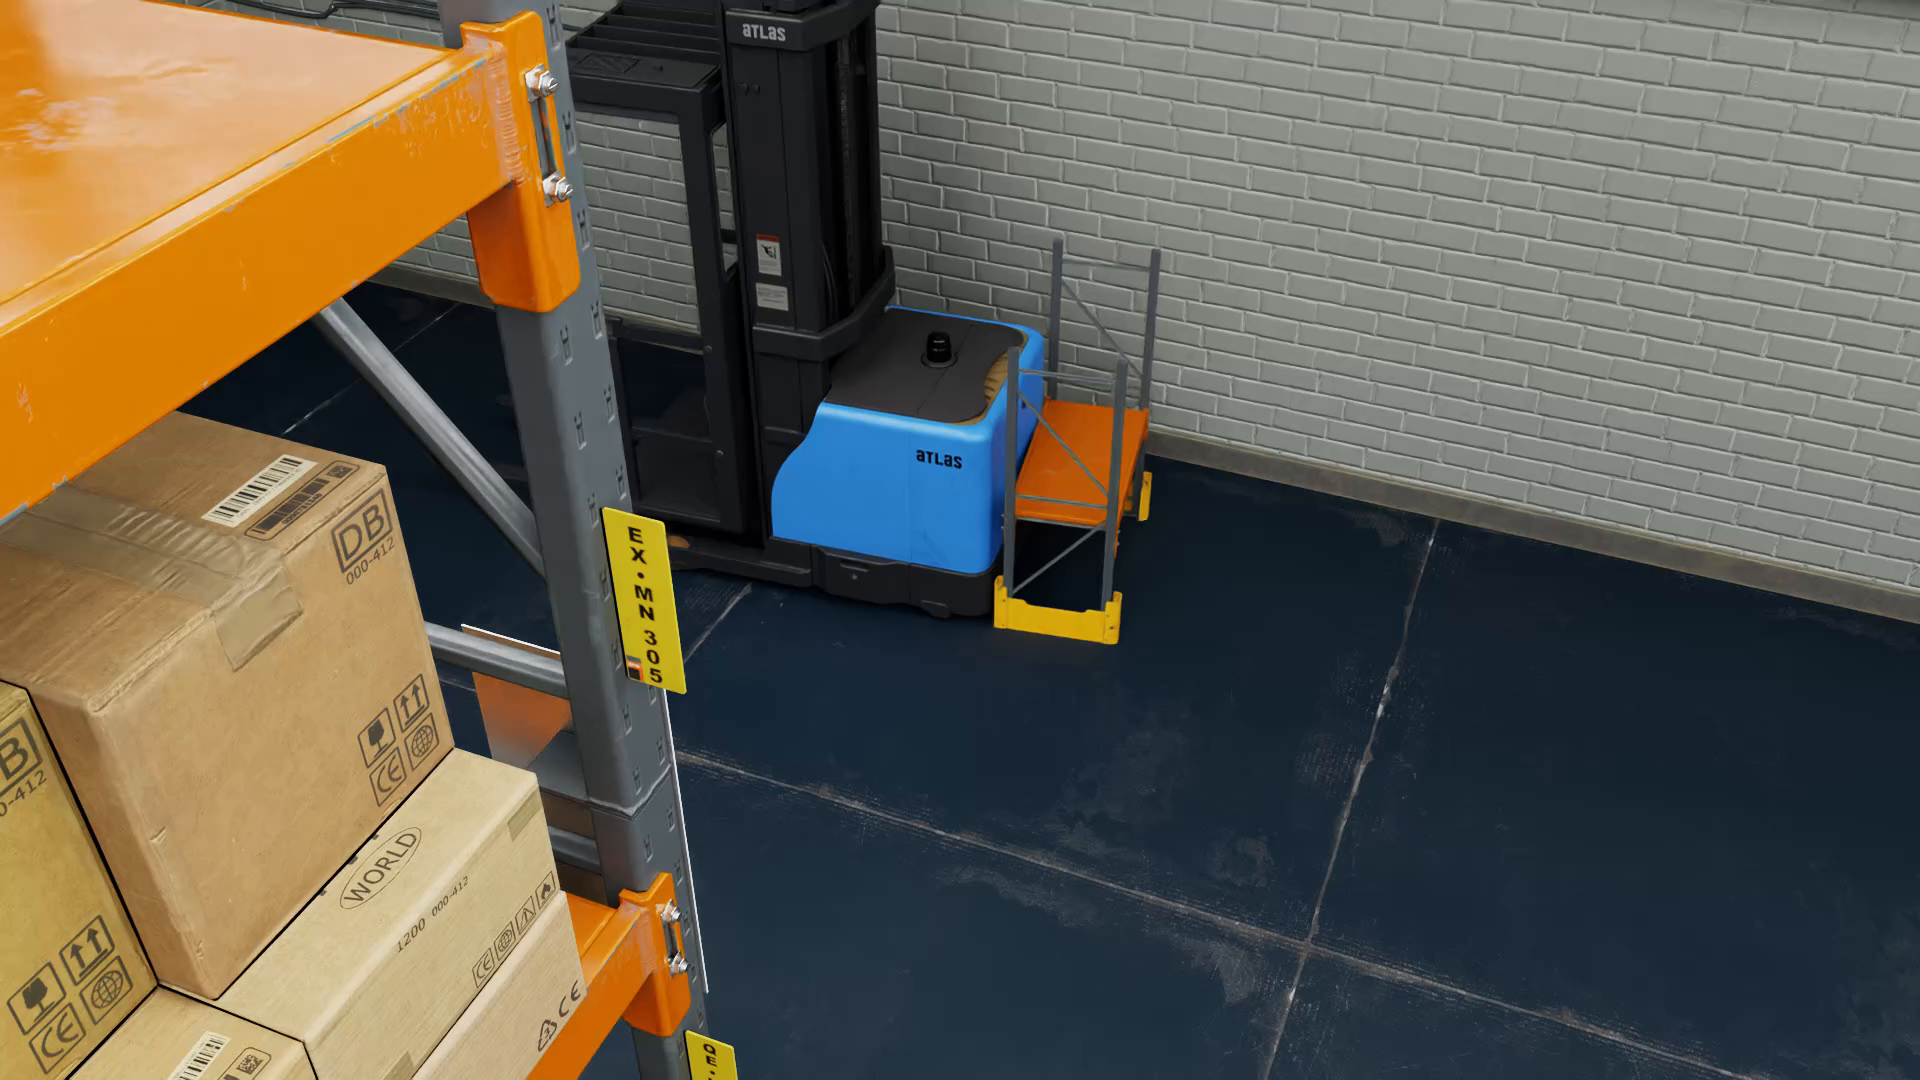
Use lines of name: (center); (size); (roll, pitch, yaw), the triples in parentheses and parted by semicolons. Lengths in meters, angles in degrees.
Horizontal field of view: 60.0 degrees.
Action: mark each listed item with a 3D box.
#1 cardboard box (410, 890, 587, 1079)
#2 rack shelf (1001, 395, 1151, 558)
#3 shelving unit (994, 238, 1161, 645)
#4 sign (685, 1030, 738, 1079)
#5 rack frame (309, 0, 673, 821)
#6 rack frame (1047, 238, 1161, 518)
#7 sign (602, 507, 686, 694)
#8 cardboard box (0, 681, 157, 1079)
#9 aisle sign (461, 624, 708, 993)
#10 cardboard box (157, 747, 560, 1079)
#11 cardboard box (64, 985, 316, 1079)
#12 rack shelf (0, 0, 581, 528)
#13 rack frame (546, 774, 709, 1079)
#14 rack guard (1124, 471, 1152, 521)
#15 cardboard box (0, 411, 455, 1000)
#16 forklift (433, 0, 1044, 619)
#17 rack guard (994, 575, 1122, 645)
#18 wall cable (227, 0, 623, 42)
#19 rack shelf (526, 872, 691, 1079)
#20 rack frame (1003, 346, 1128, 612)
cardboard box: (-0.925, 0.717, 2.507); (0.500, 0.250, 0.500); (14, 39, 18)
rack shelf: (0.561, -0.317, 7.824); (0.538, 0.185, 1.000); (8, 38, 11)
shelving unit: (0.563, -0.467, 7.723); (0.587, 1.500, 1.083); (8, 38, 11)
sign: (-0.468, 1.061, 3.196); (0.100, 0.325, 0.005); (14, 39, 18)
rack frame: (-0.973, -0.890, 2.025); (1.000, 3.000, 0.127); (14, 39, 18)
rack frame: (0.677, -0.758, 8.113); (0.500, 1.500, 0.032); (8, 38, 11)
sign: (-0.468, 0.095, 2.474); (0.100, 0.325, 0.005); (14, 39, 18)
cardboard box: (-1.422, 0.417, 1.864); (0.700, 0.500, 0.500); (14, 39, 18)
aisle sign: (-0.664, 0.504, 3.000); (0.394, 0.787, 0.004); (14, 39, 18)
cardboard box: (-0.933, 0.514, 2.360); (0.500, 0.250, 0.500); (14, 39, 18)
cardboard box: (-1.123, 0.791, 1.990); (0.500, 0.250, 0.500); (14, 39, 18)
rack shelf: (-1.734, 0.507, 0.760); (1.077, 0.370, 4.000); (14, 39, 18)
rack frame: (-0.973, 1.513, 3.821); (1.000, 3.000, 0.127); (14, 39, 18)
rack guard: (0.676, -0.256, 8.486); (0.587, 0.250, 0.087); (8, 38, 11)
cardboard box: (-1.154, 0.160, 2.208); (0.700, 0.500, 0.500); (14, 39, 18)
forklift: (-1.160, -1.316, 7.664); (3.031, 2.935, 1.130); (11, 38, 14)
rack guard: (0.449, 0.324, 7.709); (0.587, 0.250, 0.087); (8, 38, 11)
wall cable: (-3.073, -3.822, 8.542); (3.097, 2.526, 0.112); (14, 39, 18)
rack shelf: (-1.734, 1.707, 1.657); (1.077, 0.370, 4.000); (14, 39, 18)
rack frame: (0.445, -0.165, 7.320); (0.500, 1.500, 0.032); (8, 38, 11)
